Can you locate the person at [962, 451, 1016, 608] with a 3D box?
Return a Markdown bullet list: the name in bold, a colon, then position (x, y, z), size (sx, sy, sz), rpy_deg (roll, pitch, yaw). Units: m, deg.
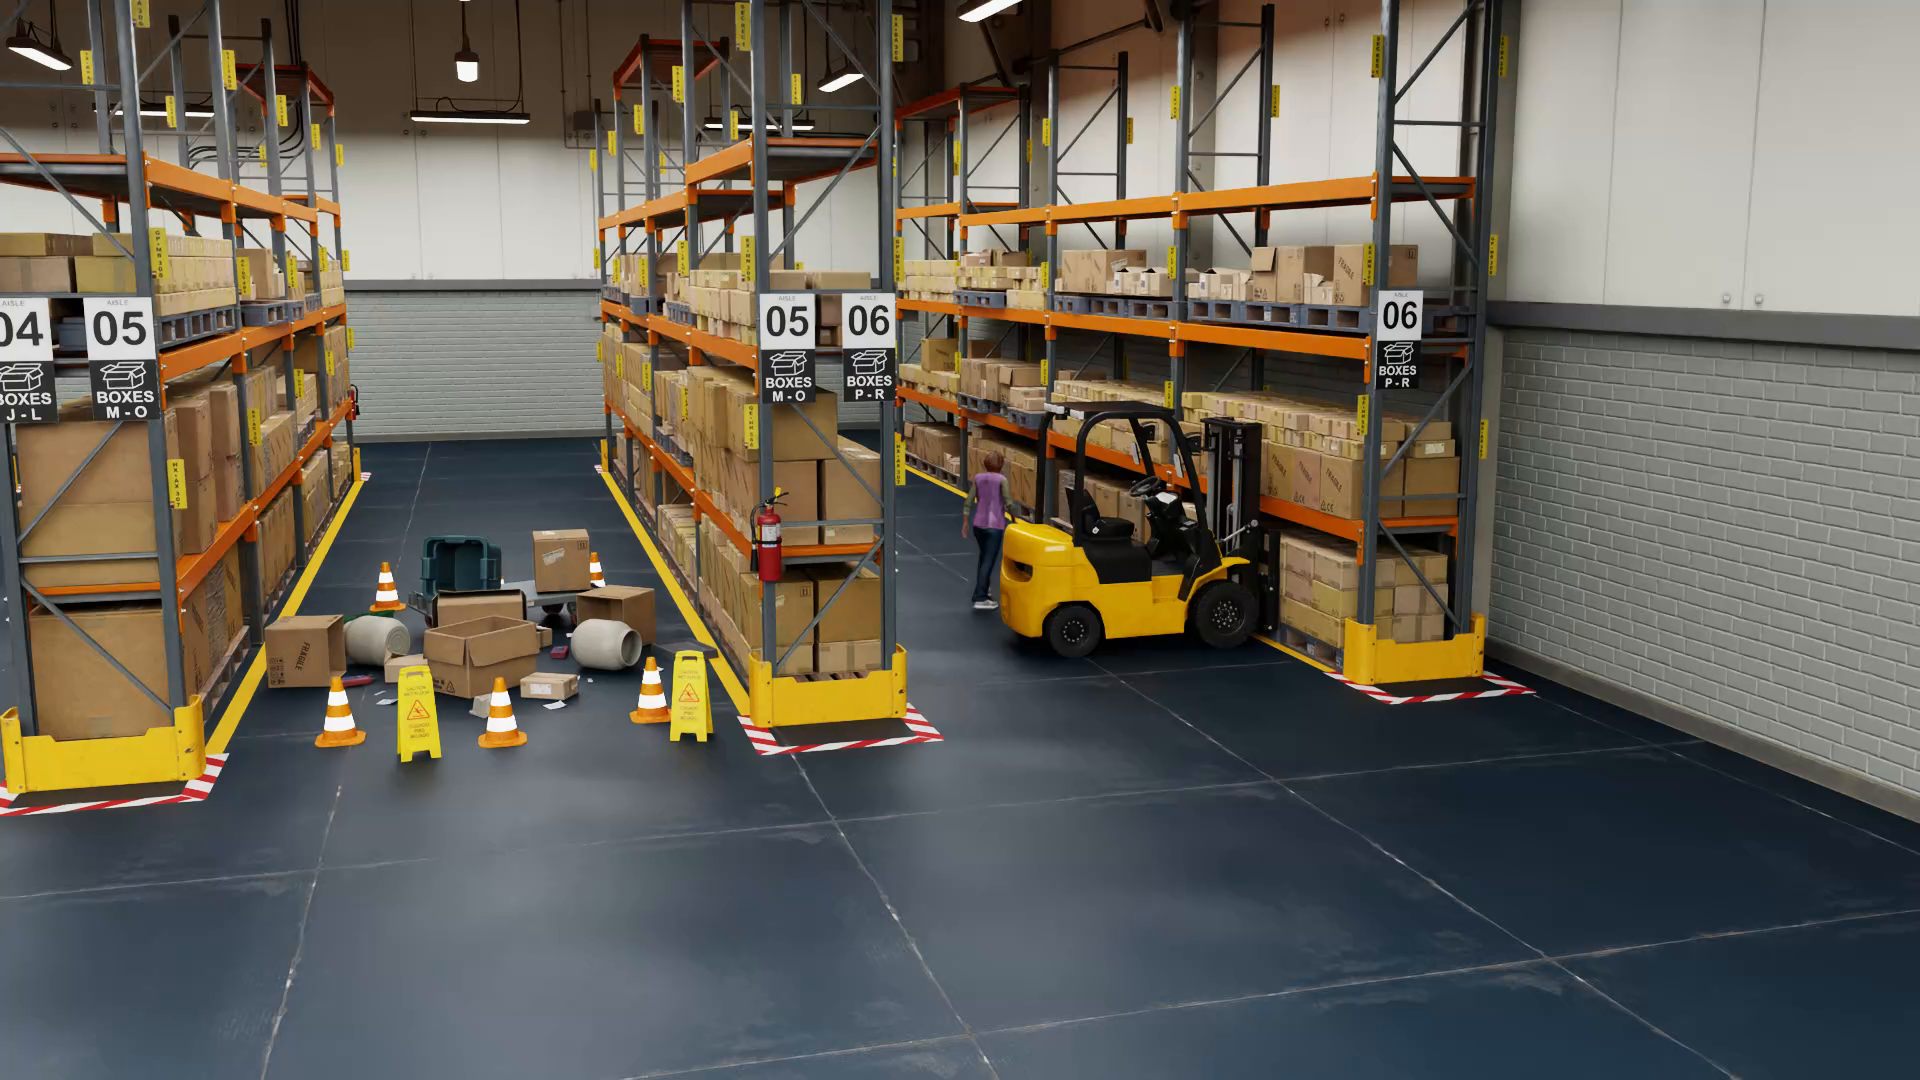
- **person**: position (0.270, -0.119, 16.717), size (0.529, 1.530, 0.731), rpy_deg (7, 12, 37)
